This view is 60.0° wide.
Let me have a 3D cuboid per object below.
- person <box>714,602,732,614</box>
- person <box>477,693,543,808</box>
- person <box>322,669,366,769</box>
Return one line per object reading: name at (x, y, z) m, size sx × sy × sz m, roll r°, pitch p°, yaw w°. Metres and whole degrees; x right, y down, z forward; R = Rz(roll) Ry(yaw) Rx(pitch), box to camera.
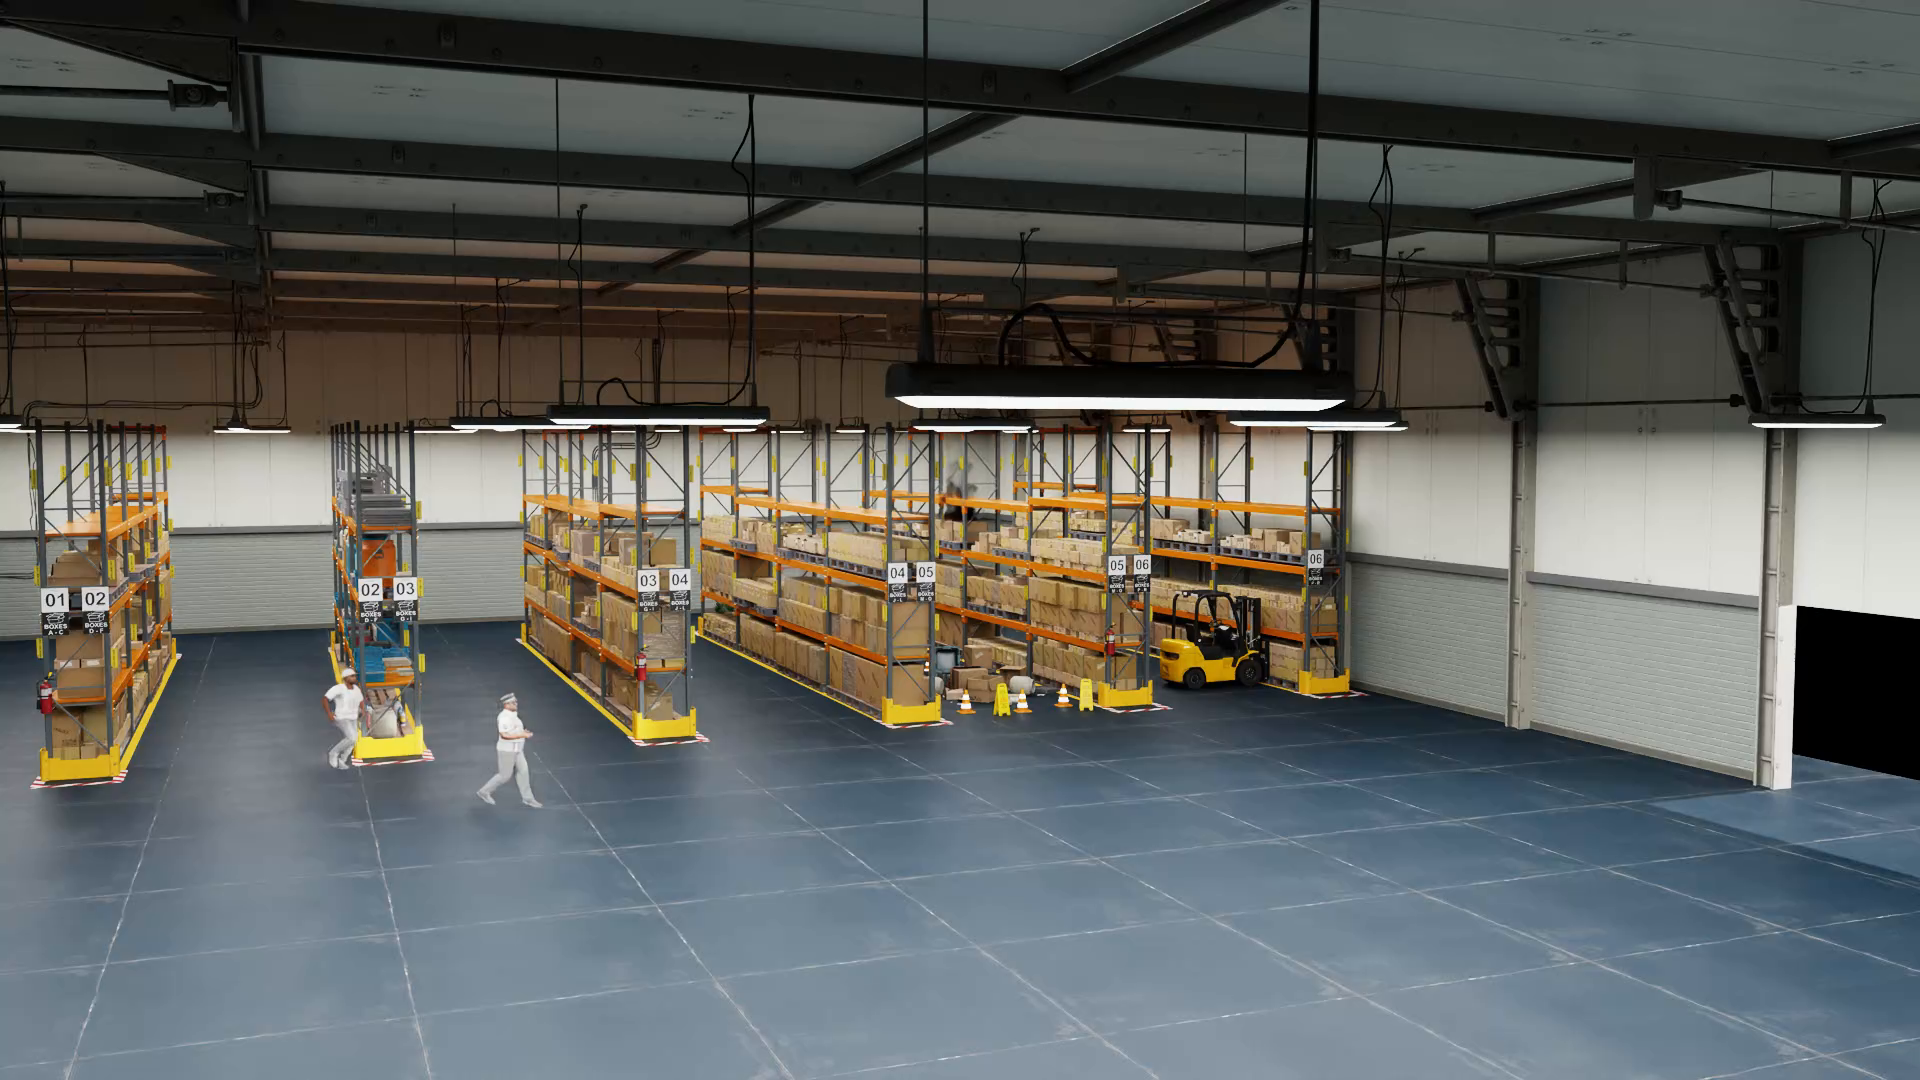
person at (-6.966, 1.749, 49.243) m, size 0.859 × 1.844 × 0.643 m, roll -2°, pitch 4°, yaw -33°
person at (-6.914, 3.234, 25.491) m, size 0.969 × 1.805 × 0.660 m, roll 0°, pitch 4°, yaw 1°
person at (-10.532, 3.076, 28.654) m, size 0.530 × 1.708 × 0.741 m, roll 1°, pitch 4°, yaw 21°
